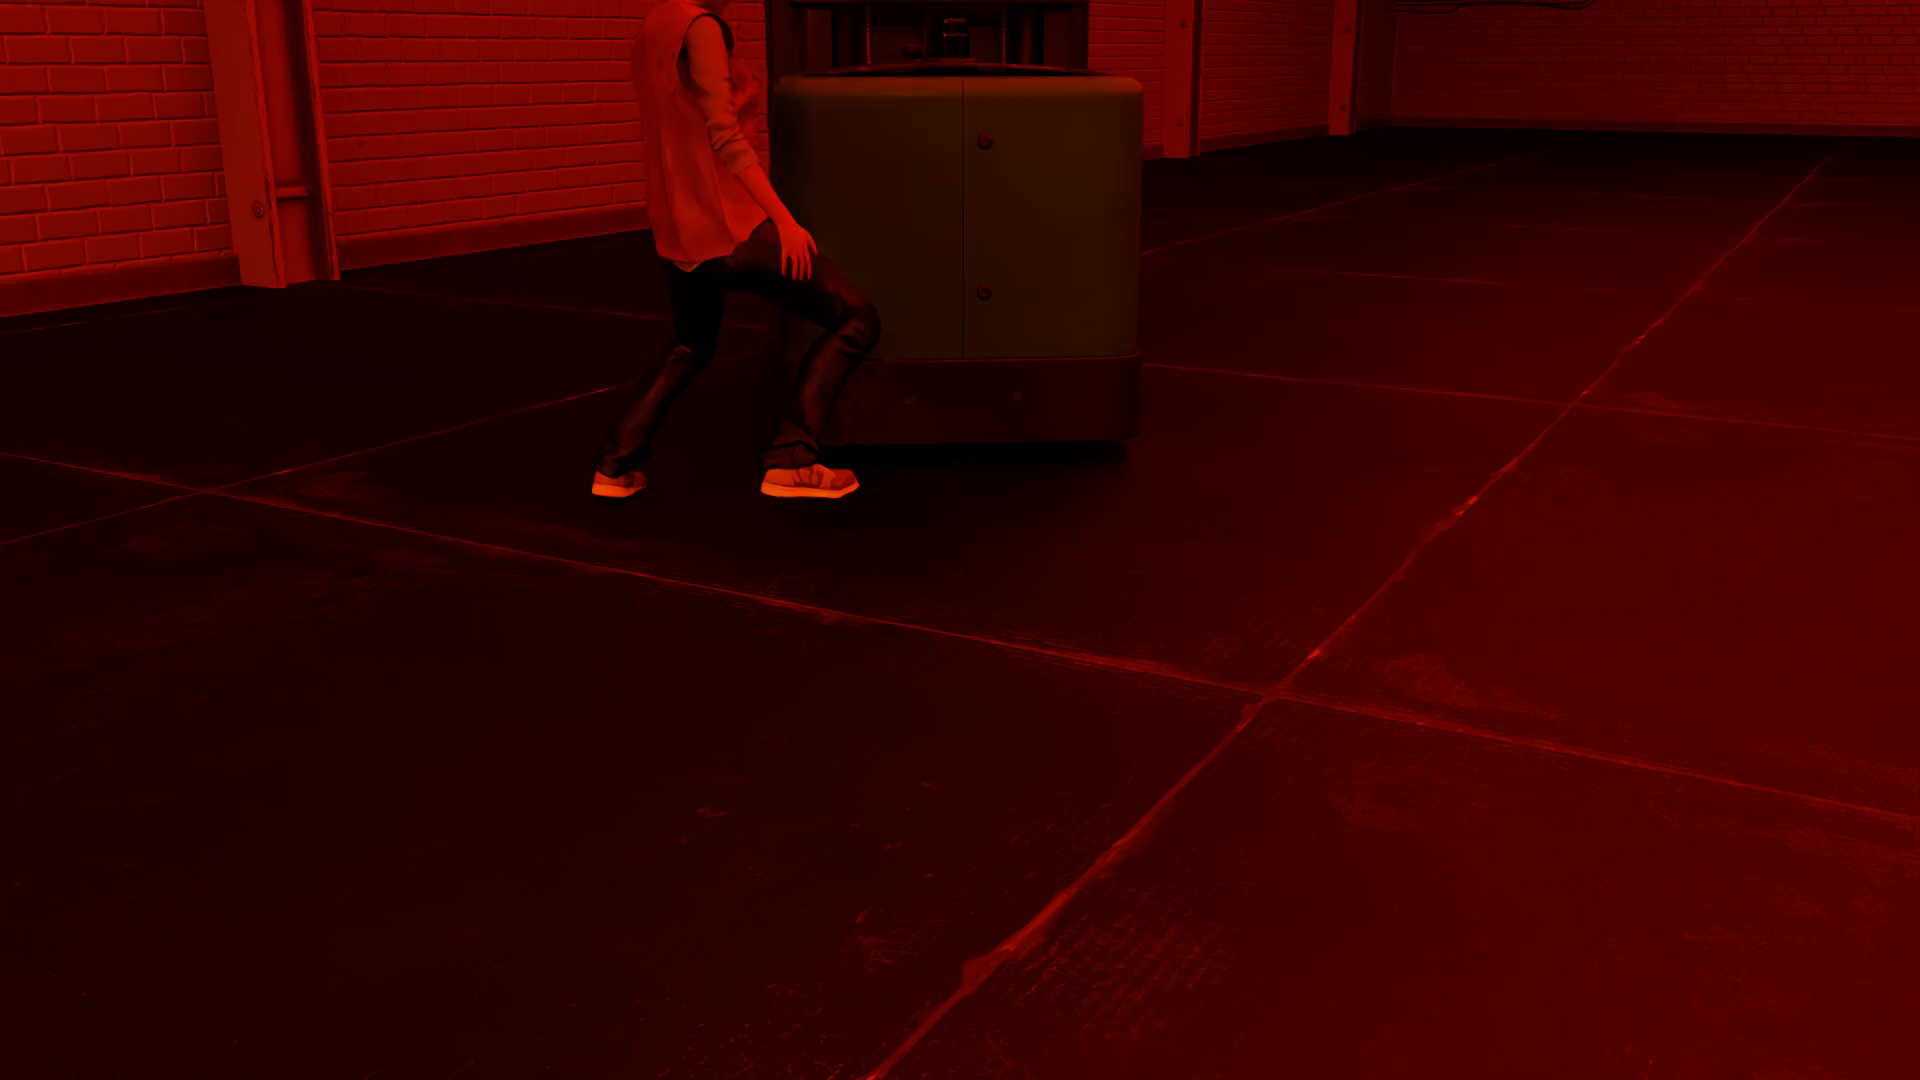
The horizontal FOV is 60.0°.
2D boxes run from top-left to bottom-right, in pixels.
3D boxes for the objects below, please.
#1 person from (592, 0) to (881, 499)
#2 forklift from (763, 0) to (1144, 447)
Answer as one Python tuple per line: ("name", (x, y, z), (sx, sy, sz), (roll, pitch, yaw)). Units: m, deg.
("person", (-0.613, -0.788, 4.177), (0.613, 1.476, 0.814), (-9, 19, -29))
("forklift", (-0.134, -2.036, 5.765), (1.130, 2.935, 3.031), (-2, 16, -5))
